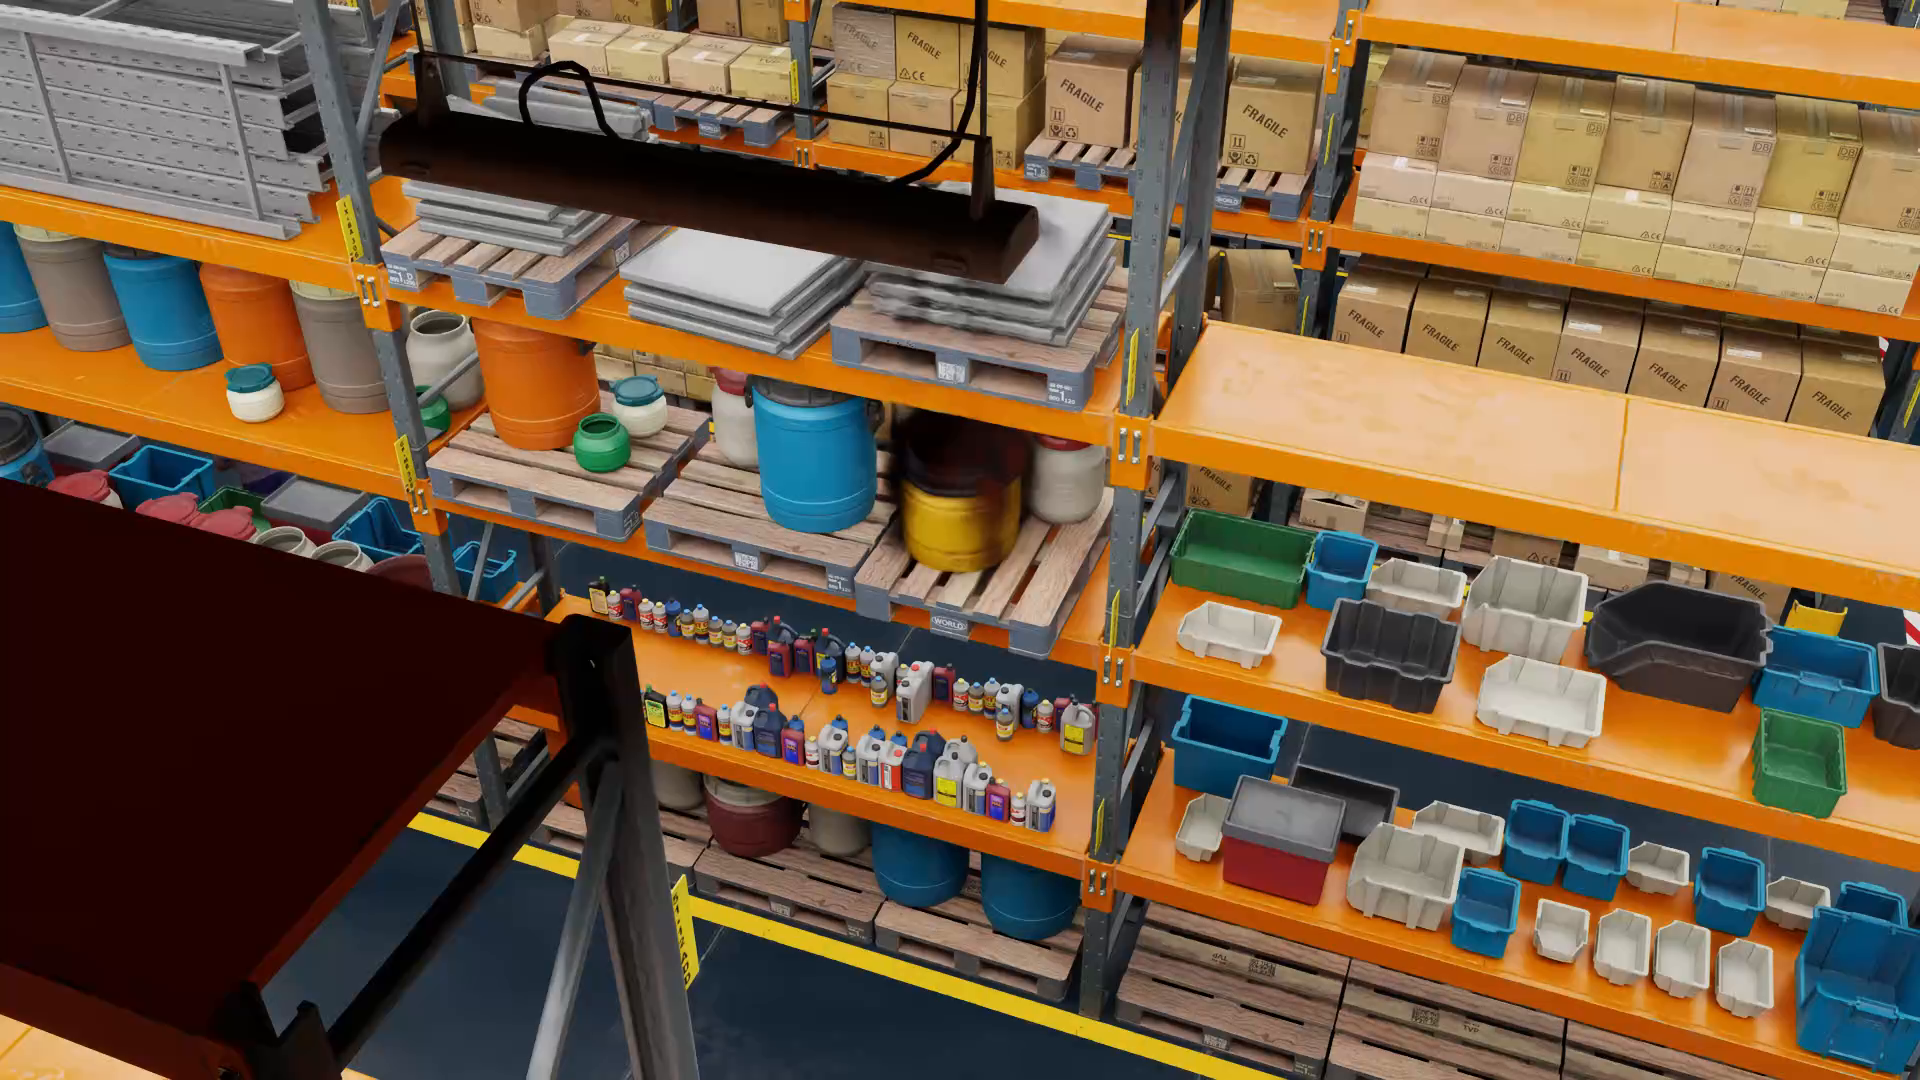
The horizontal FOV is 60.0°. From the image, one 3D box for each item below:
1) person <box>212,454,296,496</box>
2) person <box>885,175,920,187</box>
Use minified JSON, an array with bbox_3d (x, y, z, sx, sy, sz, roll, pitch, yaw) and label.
[{"bbox_3d":[-5.168,-0.377,12.567,0.728,1.559,0.683,-17,40,-21],"label":"person"},{"bbox_3d":[-0.553,-3.012,16.113,0.819,1.727,0.668,-13,39,-17],"label":"person"}]
